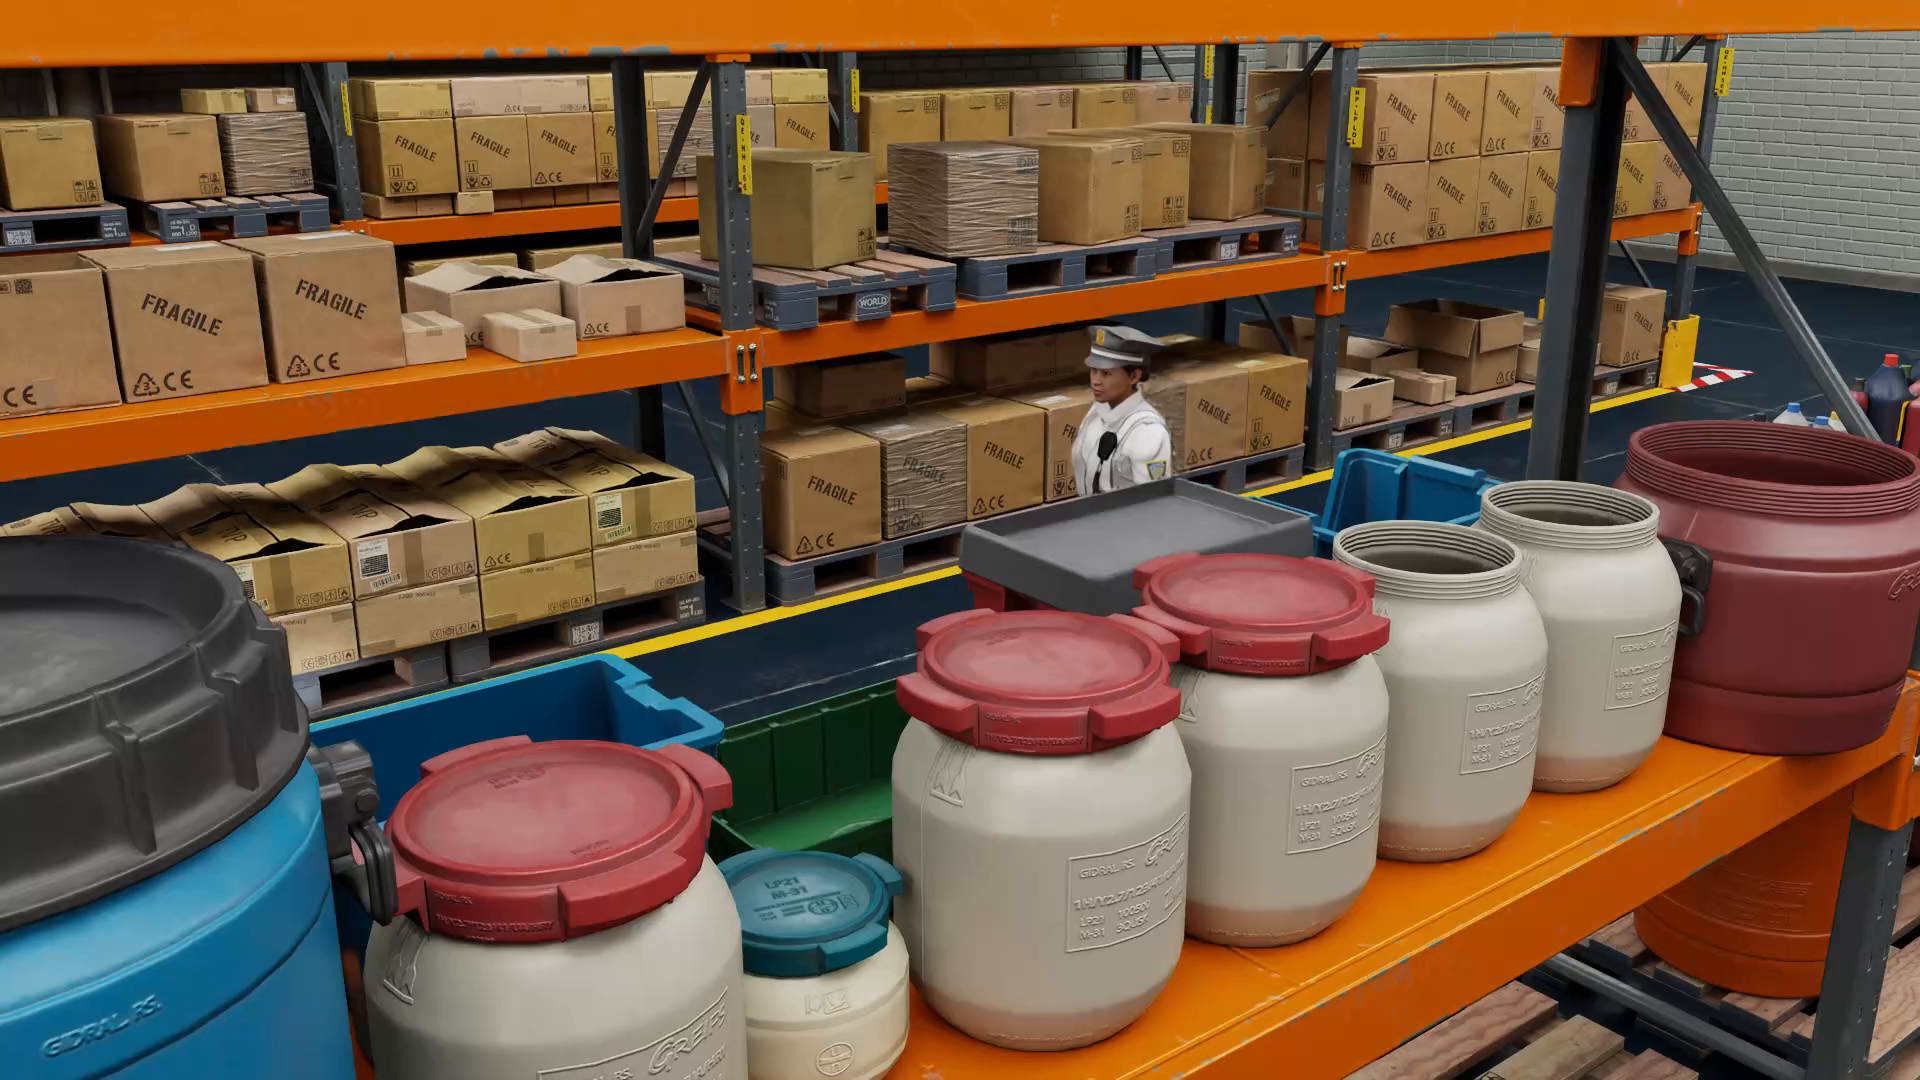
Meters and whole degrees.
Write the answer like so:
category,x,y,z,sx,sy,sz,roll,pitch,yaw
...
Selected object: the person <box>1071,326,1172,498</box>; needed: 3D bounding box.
category,x,y,z,sx,sy,sz,roll,pitch,yaw
person,0.607,0.055,5.818,0.459,1.668,0.524,-7,19,-22
